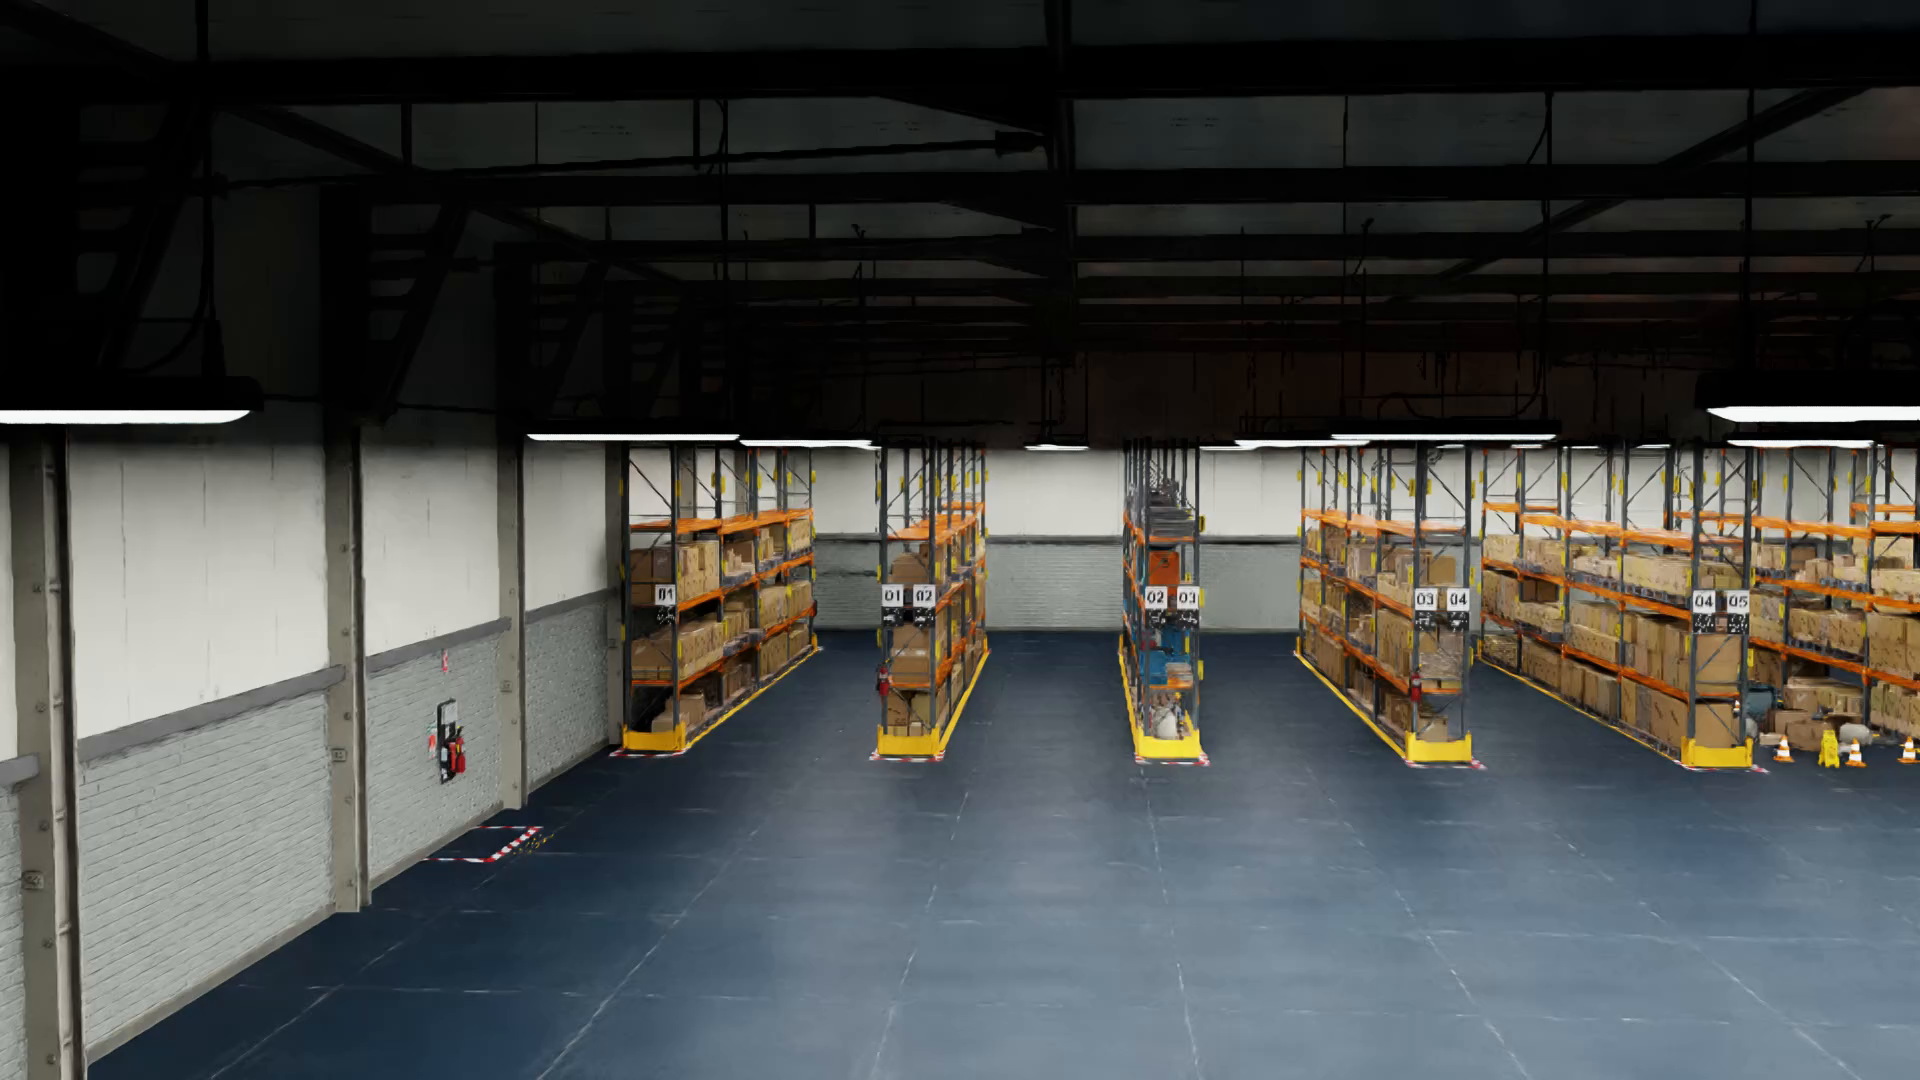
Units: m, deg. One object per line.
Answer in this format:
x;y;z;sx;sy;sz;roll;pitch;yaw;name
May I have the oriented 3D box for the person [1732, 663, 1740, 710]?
16.934;2.885;36.283;0.574;1.764;0.669;2;4;33;person
